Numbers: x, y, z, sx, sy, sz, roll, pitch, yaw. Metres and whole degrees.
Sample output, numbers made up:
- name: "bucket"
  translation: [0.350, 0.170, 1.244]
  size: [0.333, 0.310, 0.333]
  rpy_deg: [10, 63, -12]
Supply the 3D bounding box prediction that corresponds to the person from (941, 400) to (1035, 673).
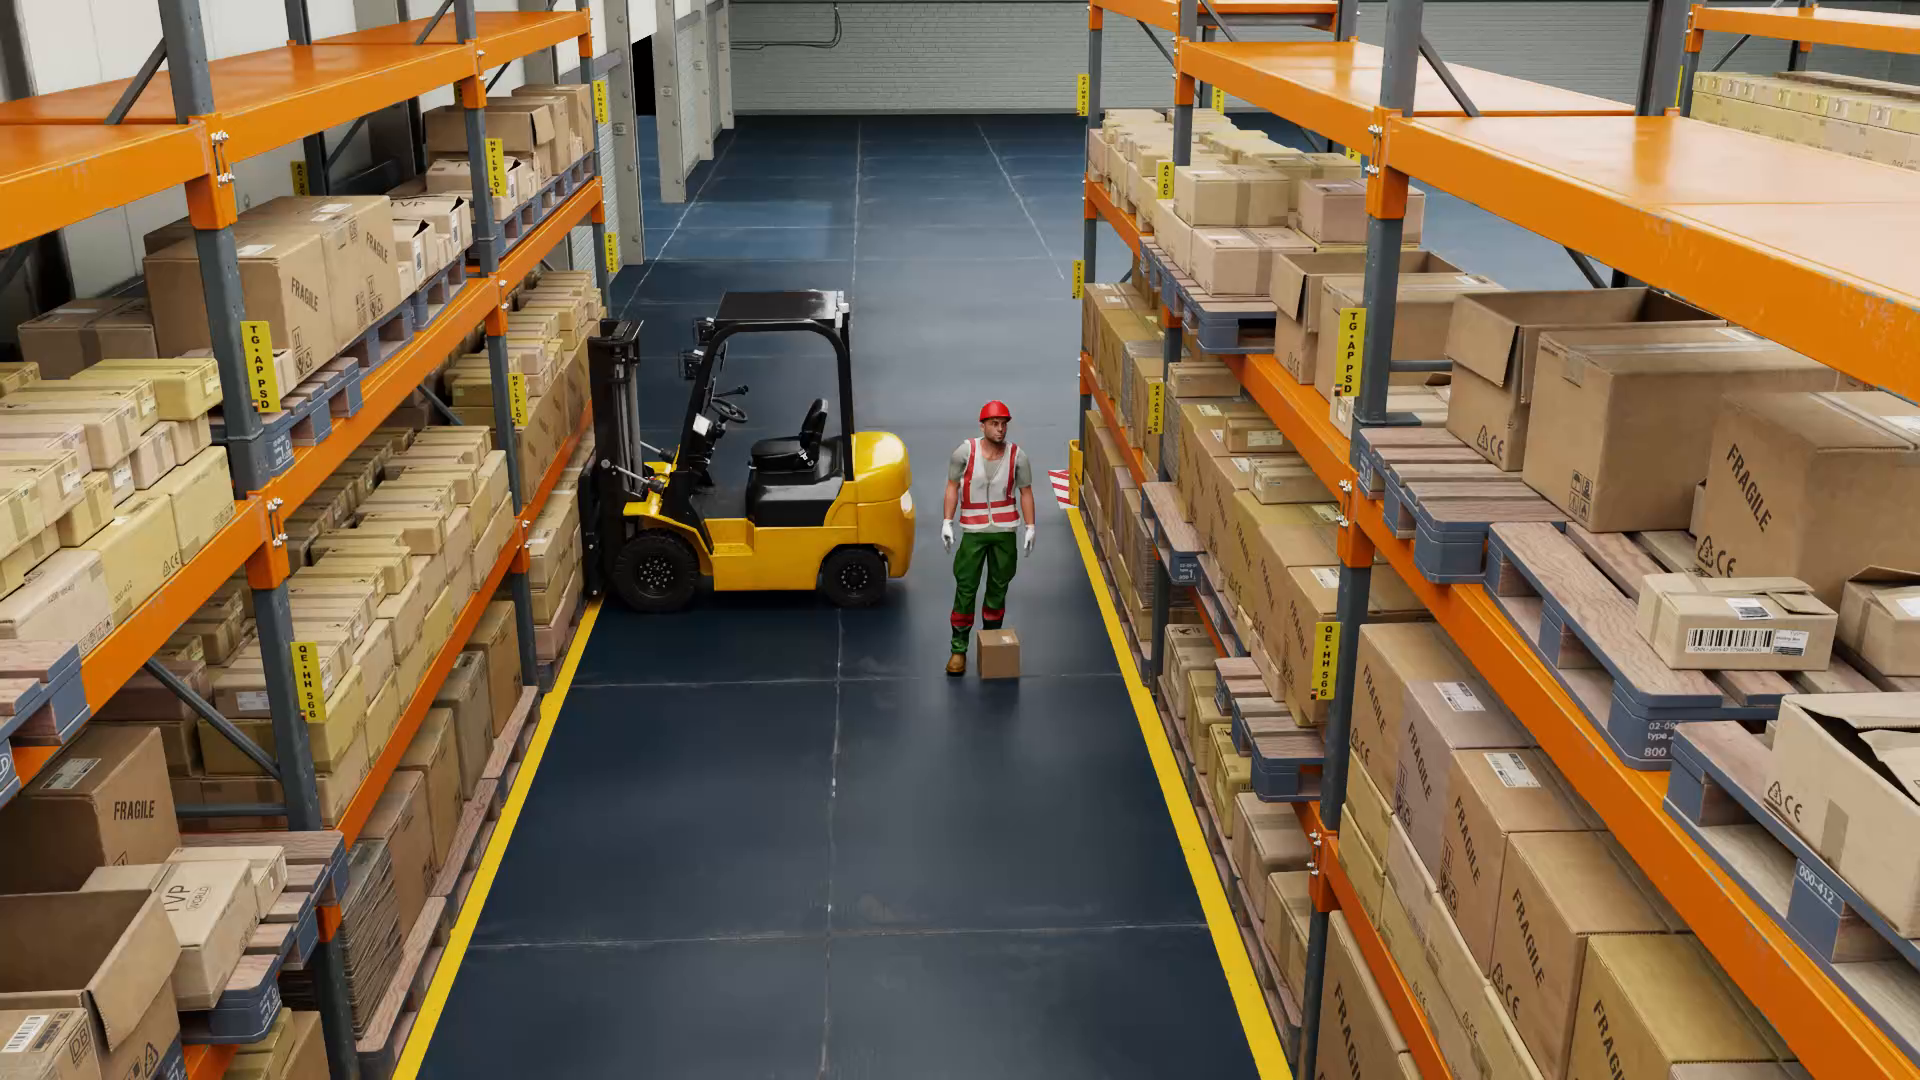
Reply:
- name: "person"
  translation: [0.195, -0.028, 11.091]
  size: [0.638, 1.787, 0.564]
  rpy_deg: [-2, 20, -5]
